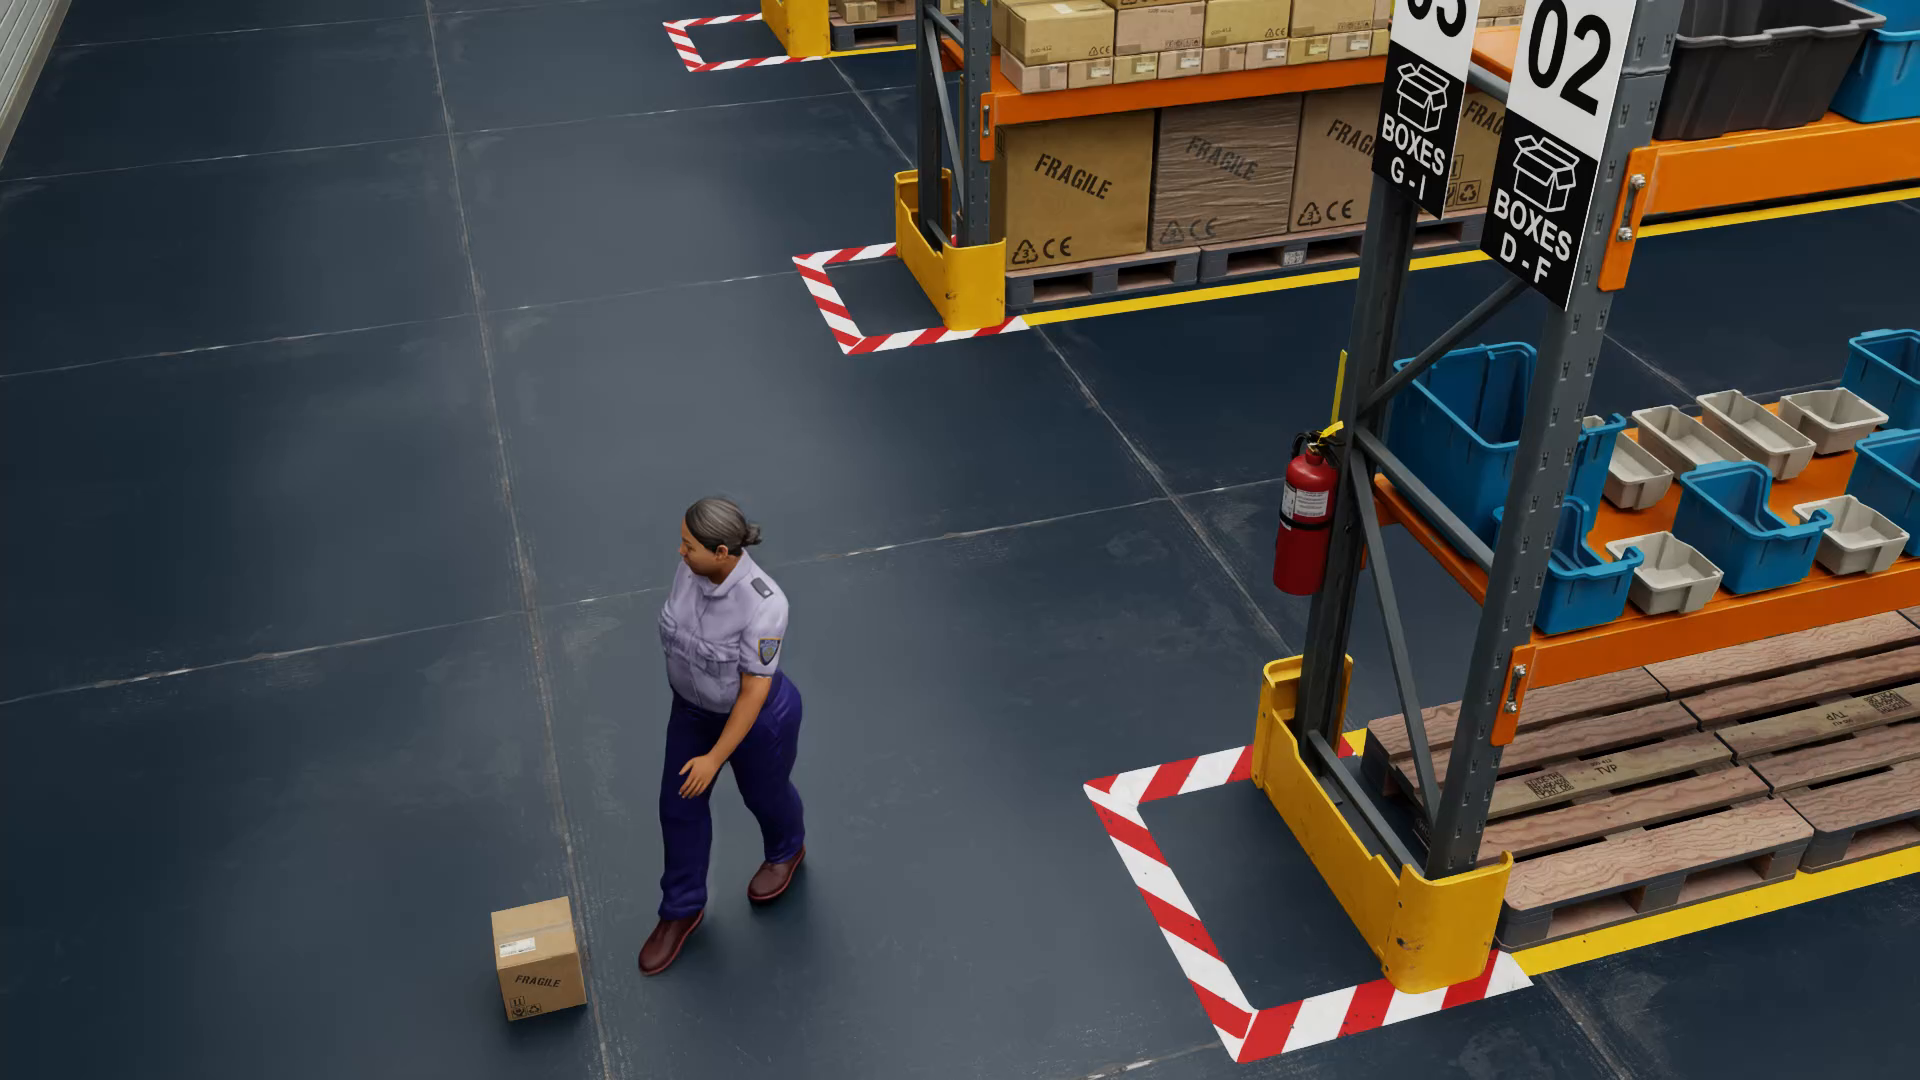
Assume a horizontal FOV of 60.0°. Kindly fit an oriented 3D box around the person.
[{"bbox_3d":[-0.777,0.611,5.246,0.476,1.647,0.735,19,39,26],"label":"person"}]
